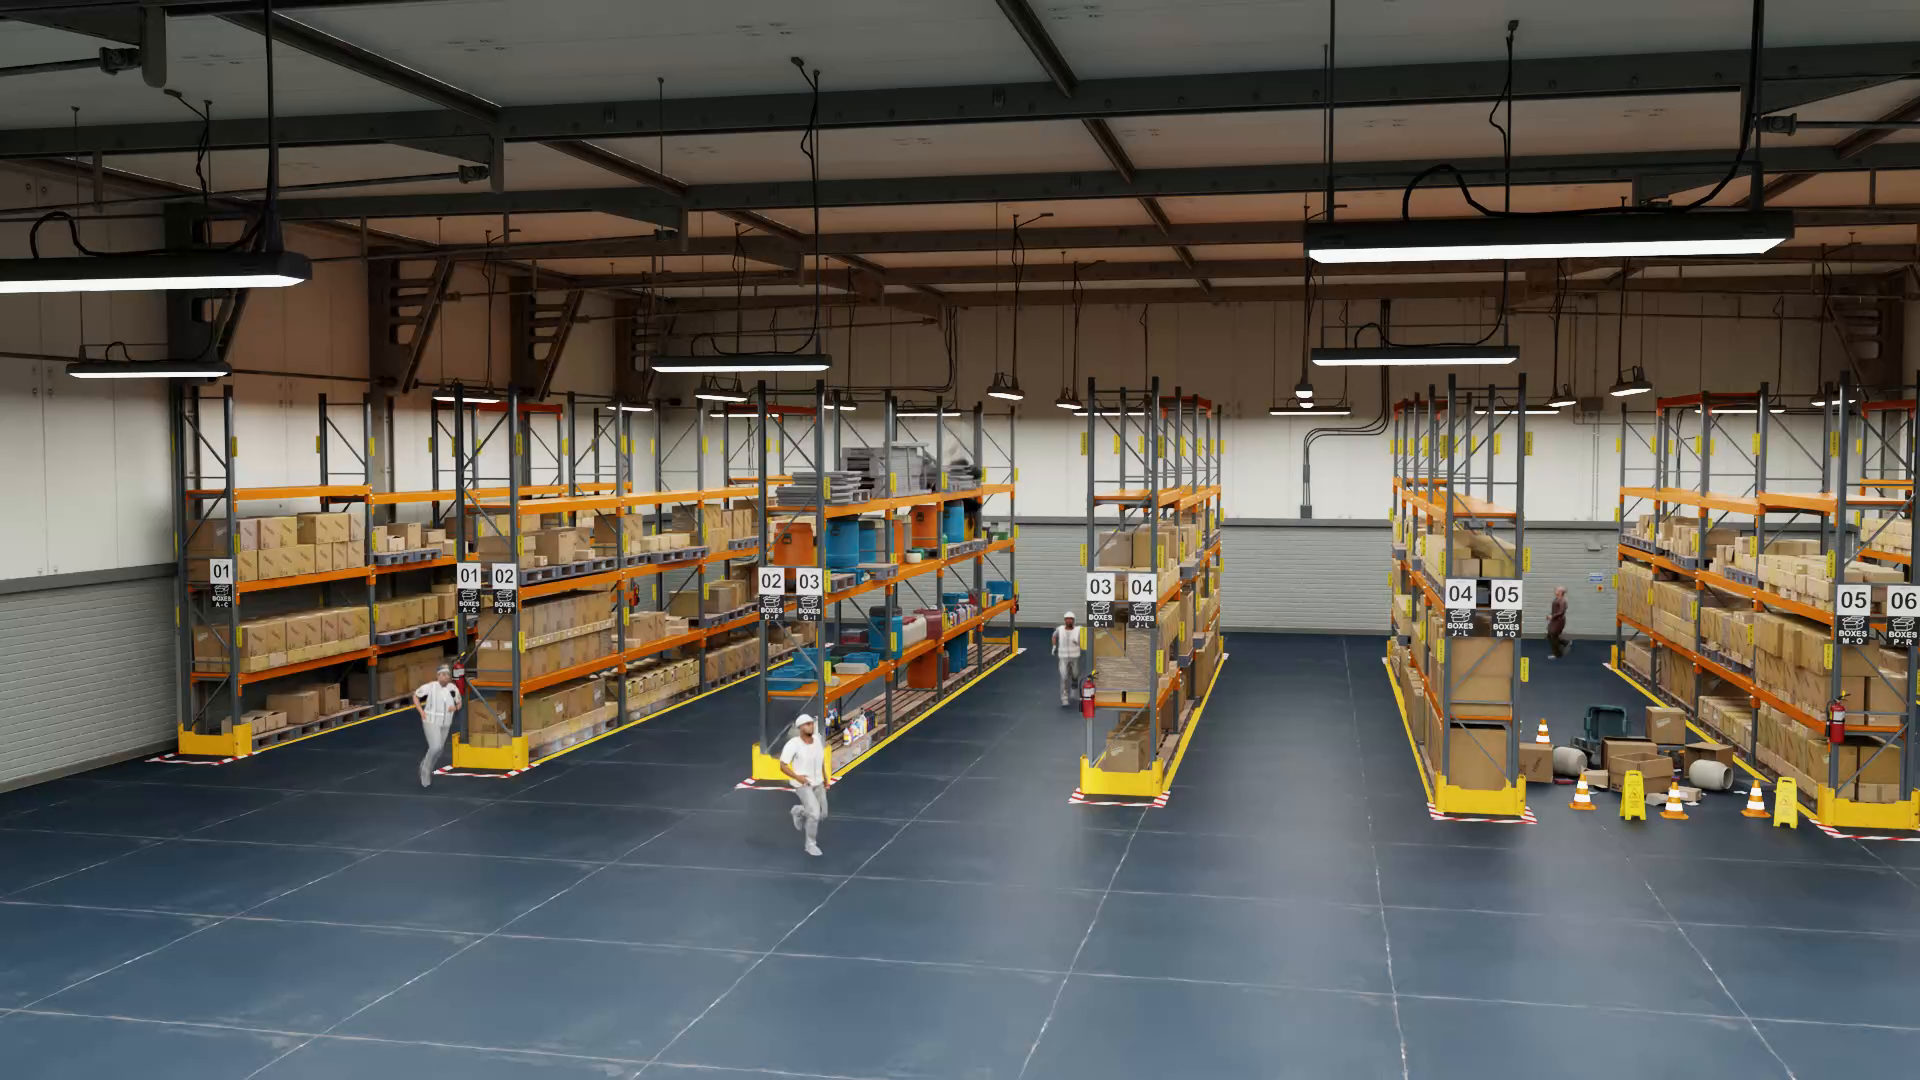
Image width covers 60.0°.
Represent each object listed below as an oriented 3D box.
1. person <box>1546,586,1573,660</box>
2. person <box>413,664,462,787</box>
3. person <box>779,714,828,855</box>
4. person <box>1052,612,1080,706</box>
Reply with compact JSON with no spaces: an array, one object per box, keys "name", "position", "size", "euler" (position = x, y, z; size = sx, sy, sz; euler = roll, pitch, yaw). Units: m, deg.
[{"name":"person","position":[14.108,1.951,39.143],"size":[0.636,1.734,0.712],"euler":[1,3,16]},{"name":"person","position":[-7.779,2.747,24.793],"size":[0.685,1.804,0.677],"euler":[3,4,42]},{"name":"person","position":[-1.906,3.004,20.581],"size":[0.606,1.707,0.720],"euler":[3,4,40]},{"name":"person","position":[2.121,2.277,32.277],"size":[0.687,1.766,1.001],"euler":[0,3,4]}]
